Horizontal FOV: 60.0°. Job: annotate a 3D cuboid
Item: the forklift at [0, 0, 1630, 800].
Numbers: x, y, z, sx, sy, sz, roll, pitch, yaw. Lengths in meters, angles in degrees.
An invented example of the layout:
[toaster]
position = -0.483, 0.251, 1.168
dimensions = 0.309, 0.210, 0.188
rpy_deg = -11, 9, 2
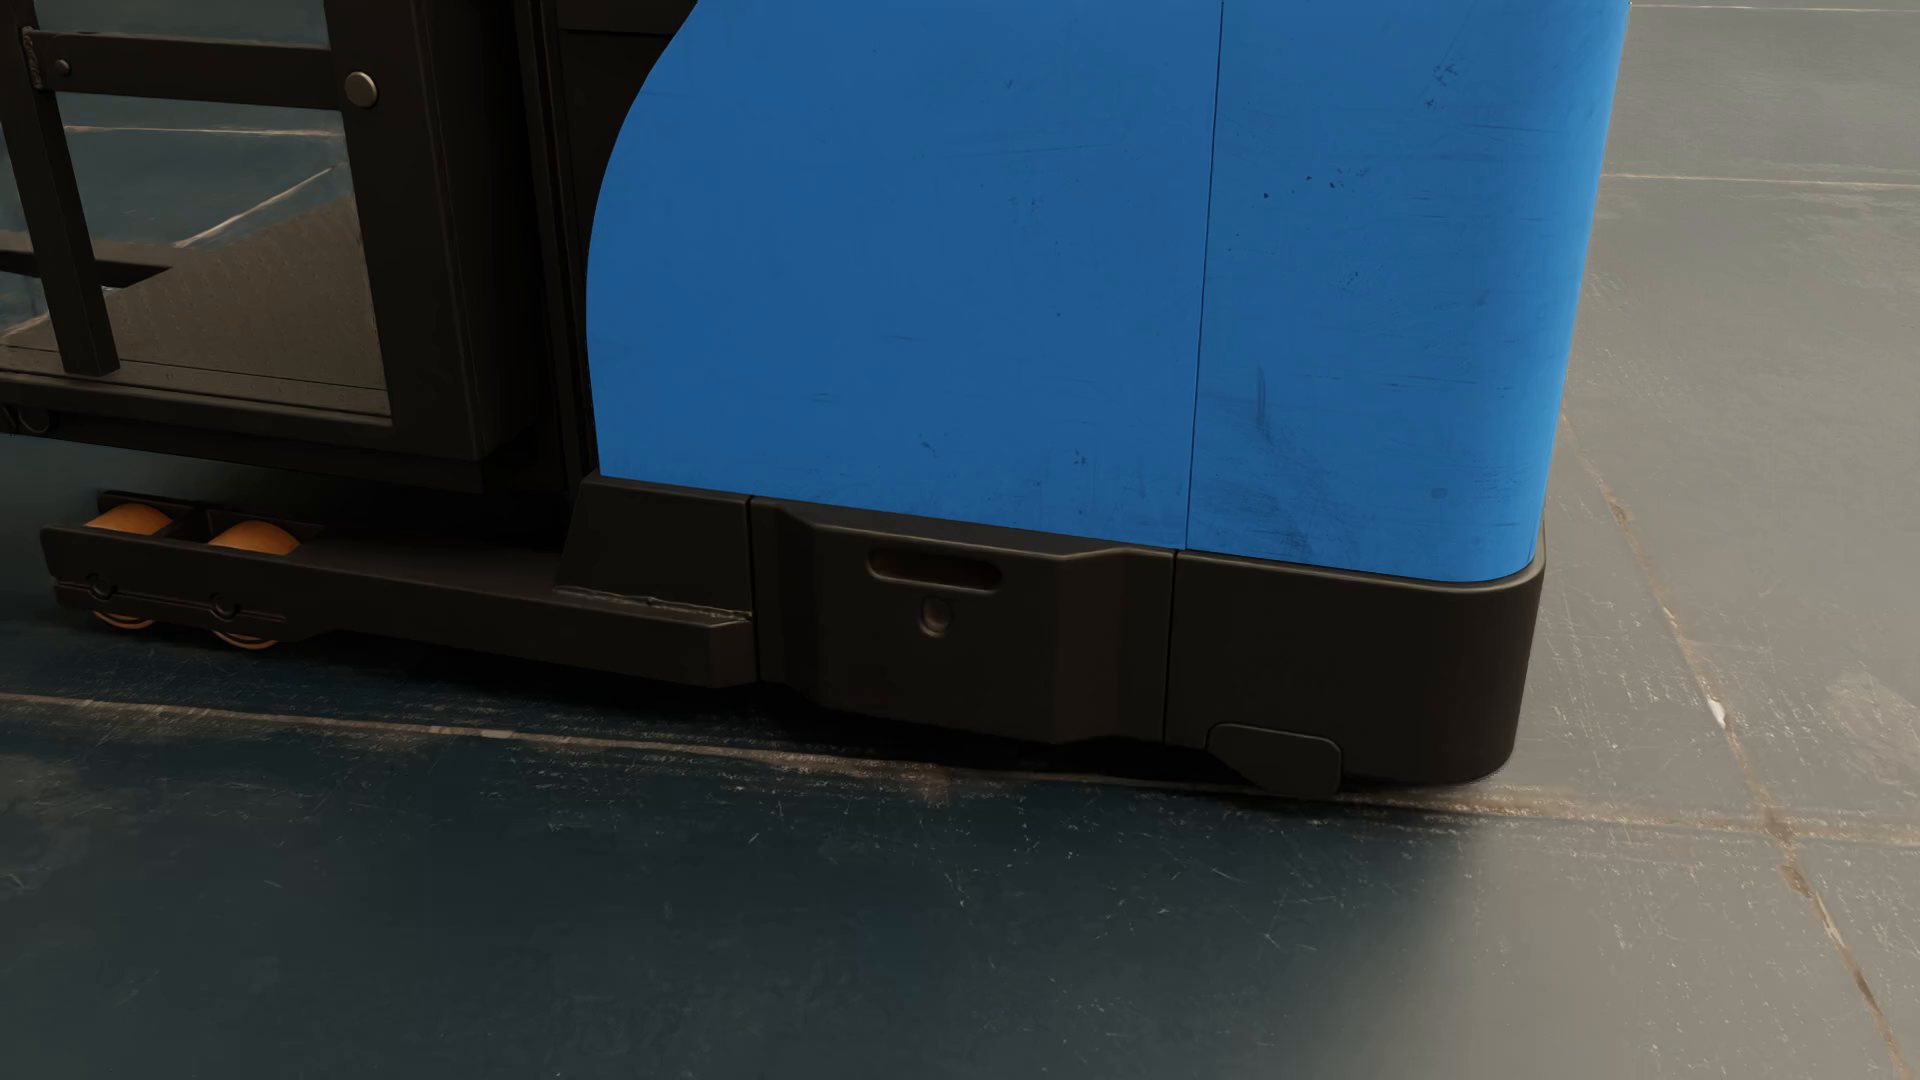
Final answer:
[forklift]
position = -0.715, -1.384, 1.990
dimensions = 3.031, 2.935, 1.130
rpy_deg = 7, 27, 15
